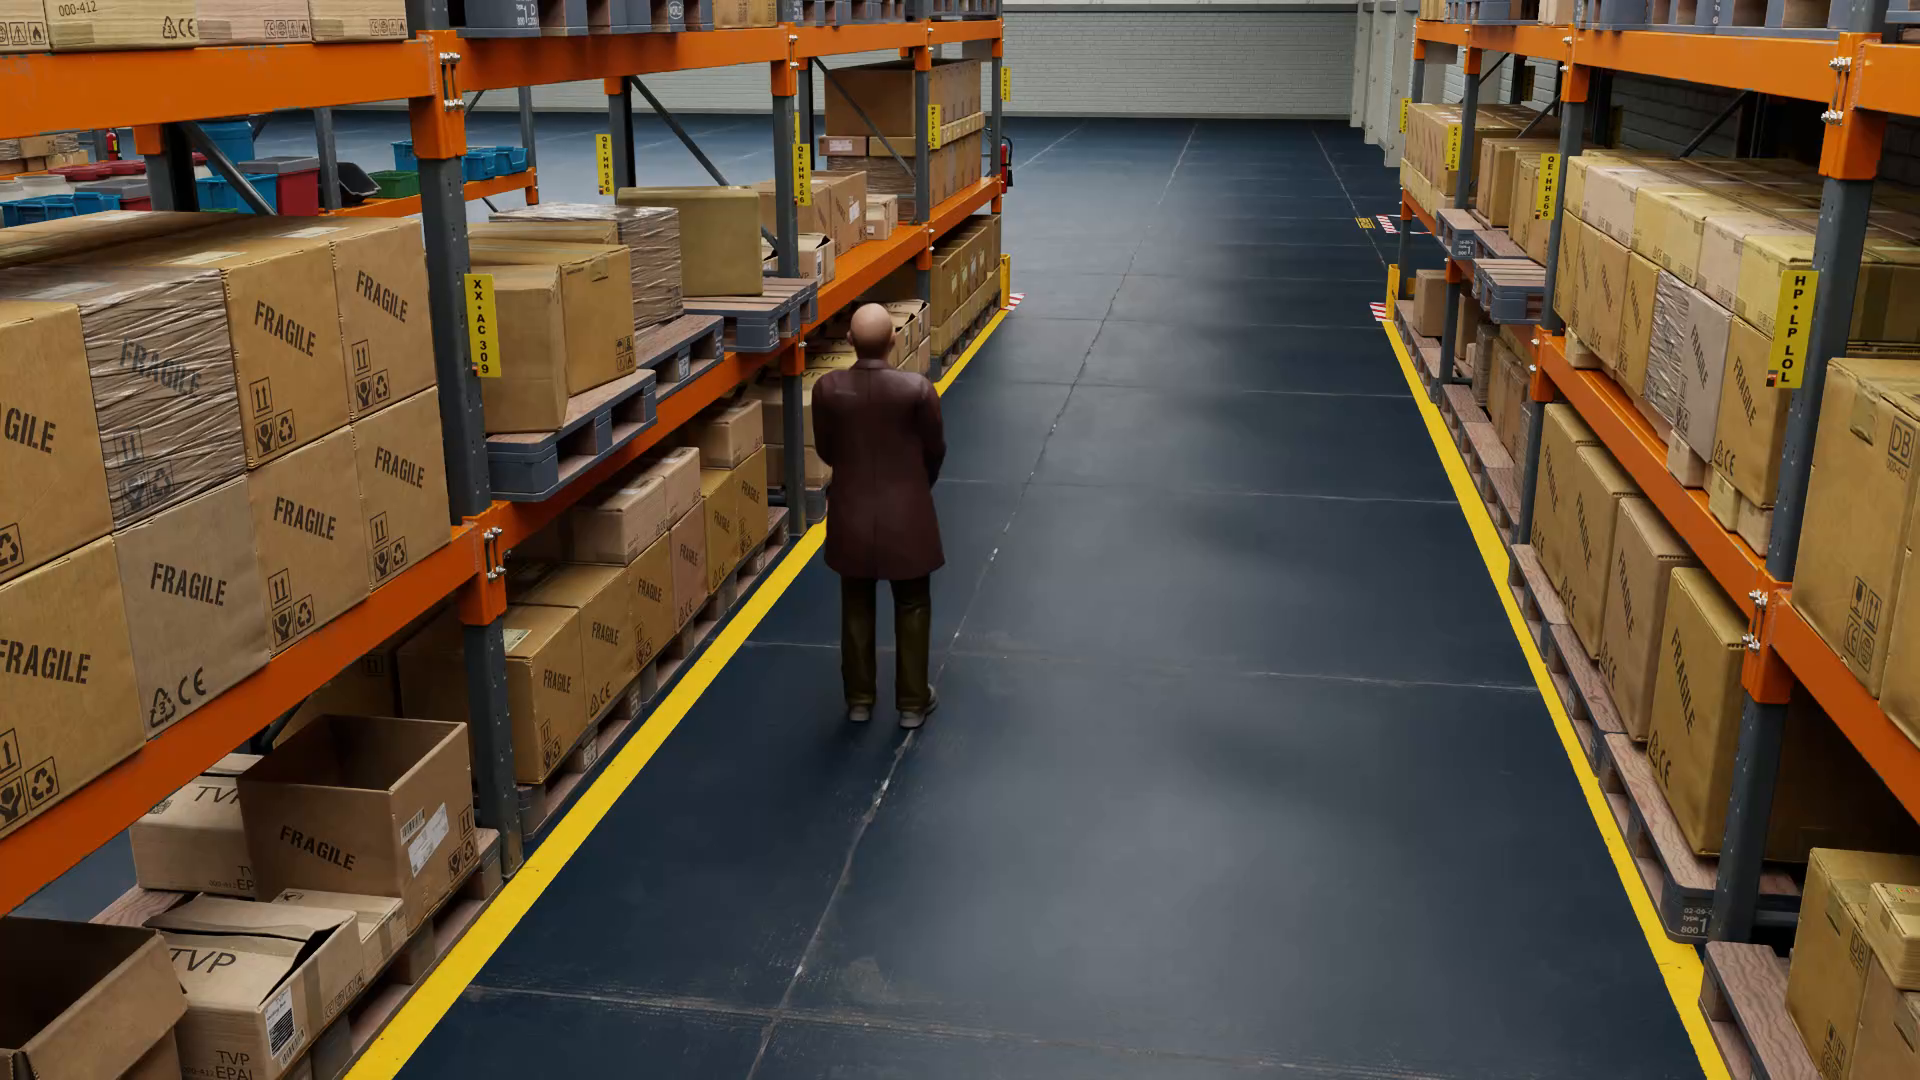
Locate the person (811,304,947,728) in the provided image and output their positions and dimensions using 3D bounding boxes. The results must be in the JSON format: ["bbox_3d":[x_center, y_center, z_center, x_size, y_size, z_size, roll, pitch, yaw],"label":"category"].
[{"bbox_3d":[-0.312,-0.126,6.966,0.542,1.779,0.541,3,18,8],"label":"person"}]
